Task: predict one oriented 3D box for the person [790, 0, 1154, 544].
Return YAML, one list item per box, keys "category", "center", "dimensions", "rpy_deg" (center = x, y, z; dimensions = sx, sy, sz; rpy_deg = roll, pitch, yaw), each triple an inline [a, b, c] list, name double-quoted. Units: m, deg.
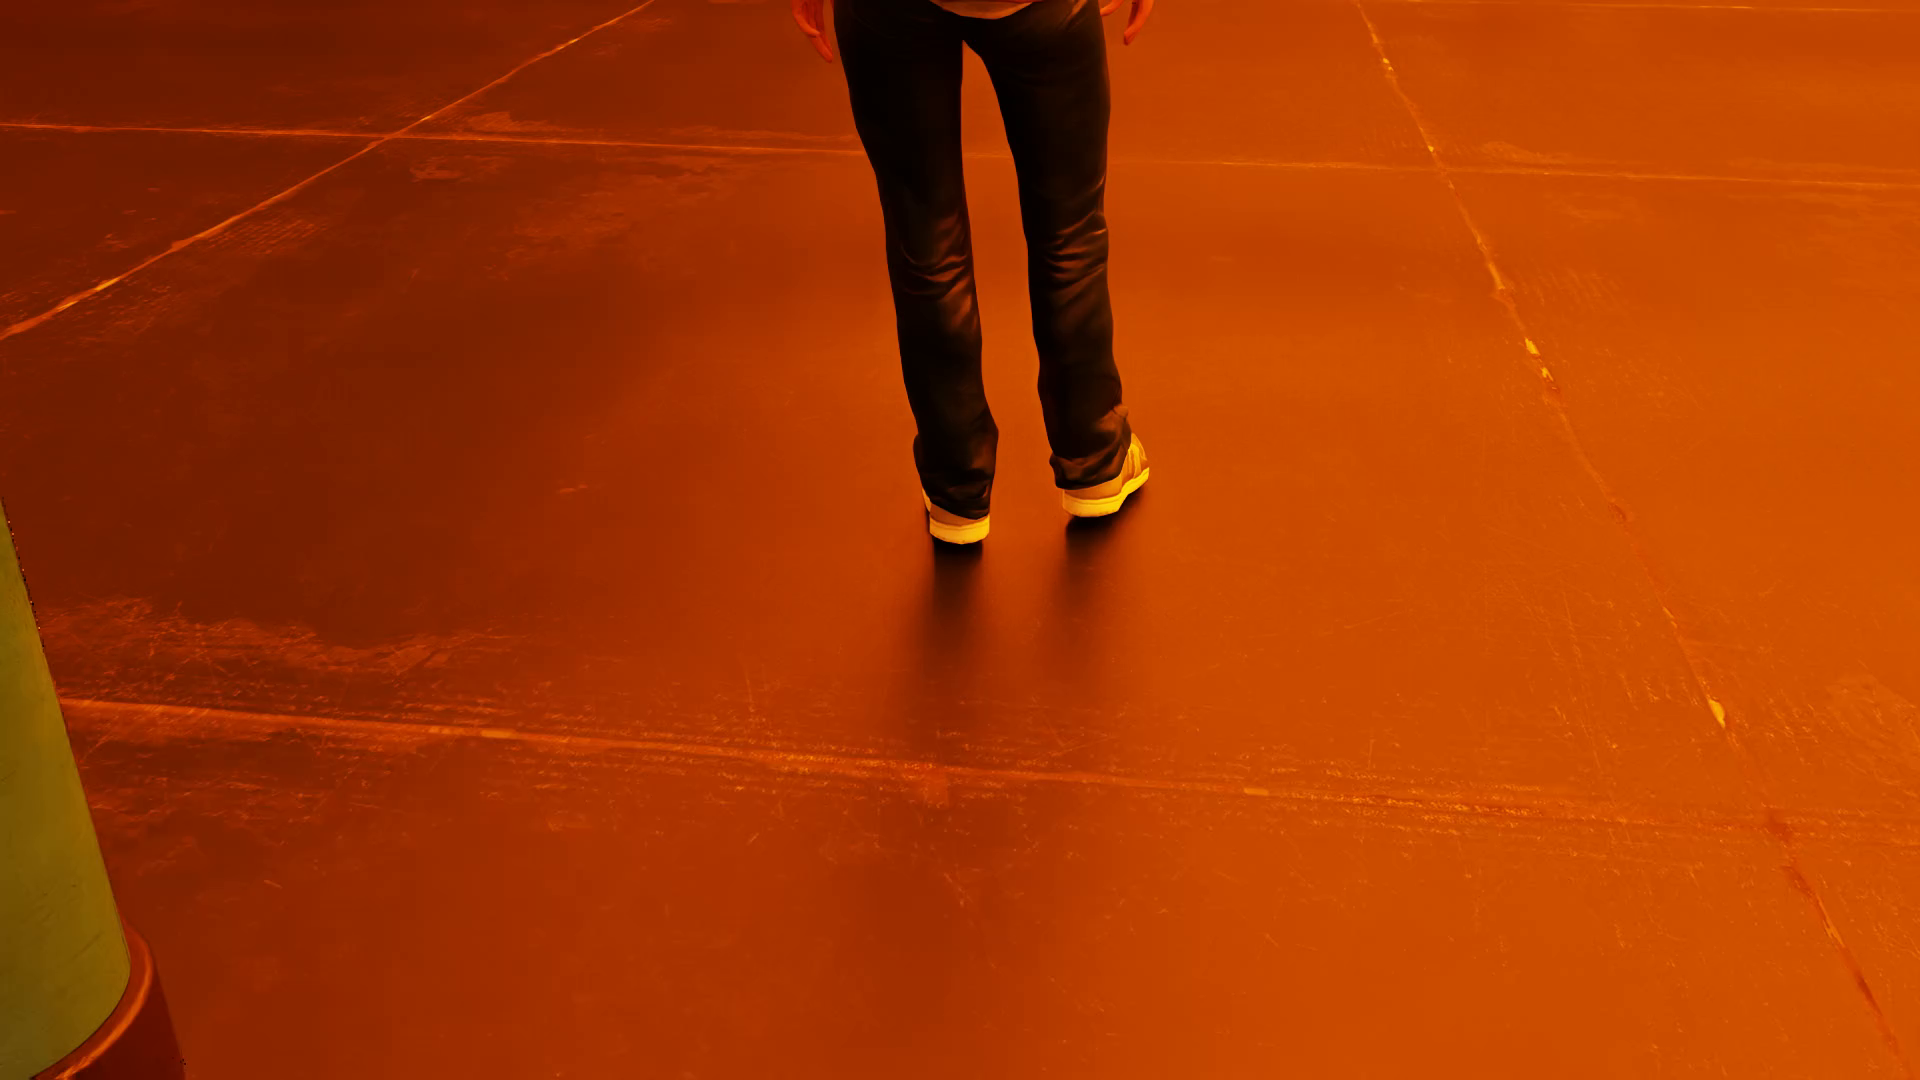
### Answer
- category: "person"
  center: [0.024, -0.753, 2.205]
  dimensions: [0.520, 1.600, 0.472]
  rpy_deg: [3, 27, 7]
